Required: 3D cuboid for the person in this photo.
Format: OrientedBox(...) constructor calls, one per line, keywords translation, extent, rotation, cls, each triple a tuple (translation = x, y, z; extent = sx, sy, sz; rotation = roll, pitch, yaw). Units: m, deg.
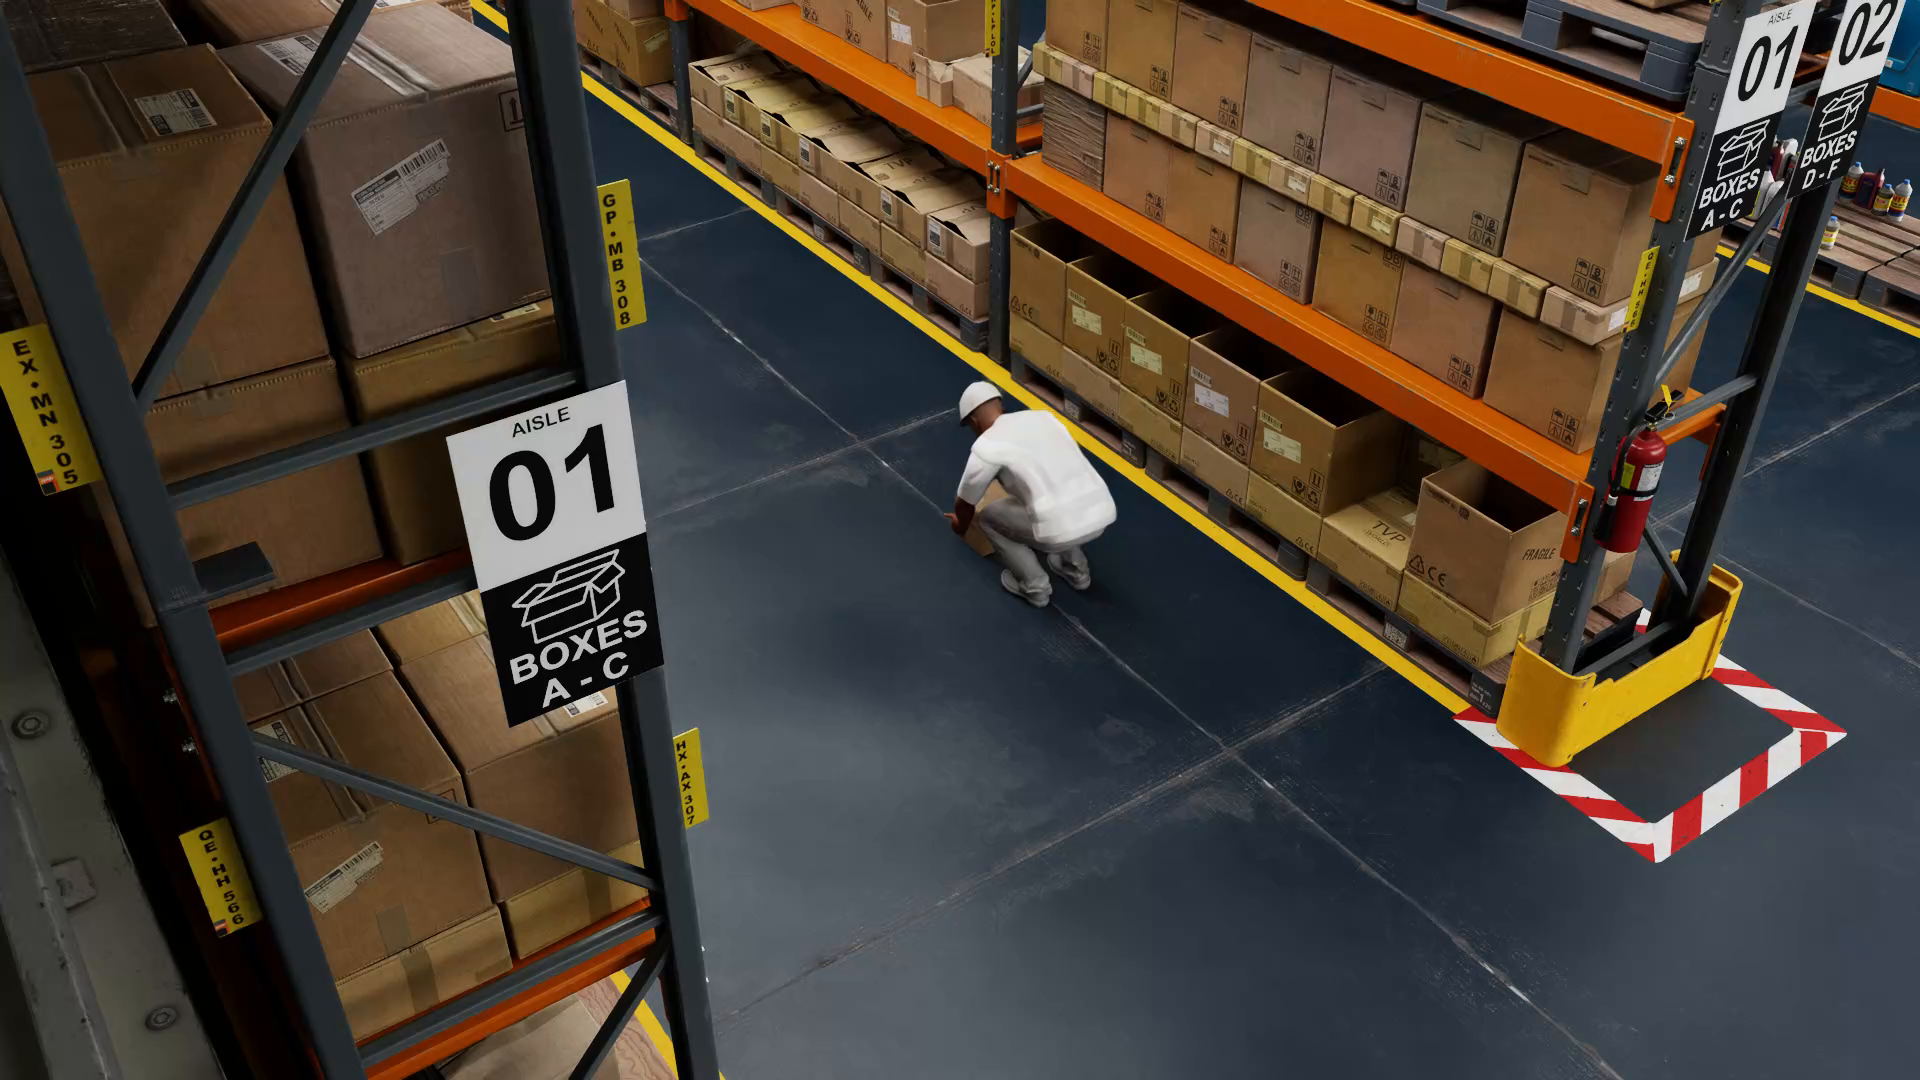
OrientedBox(translation=(0.316, -0.210, 7.975), extent=(0.572, 0.941, 0.897), rotation=(-23, 42, -28), cls="person")
